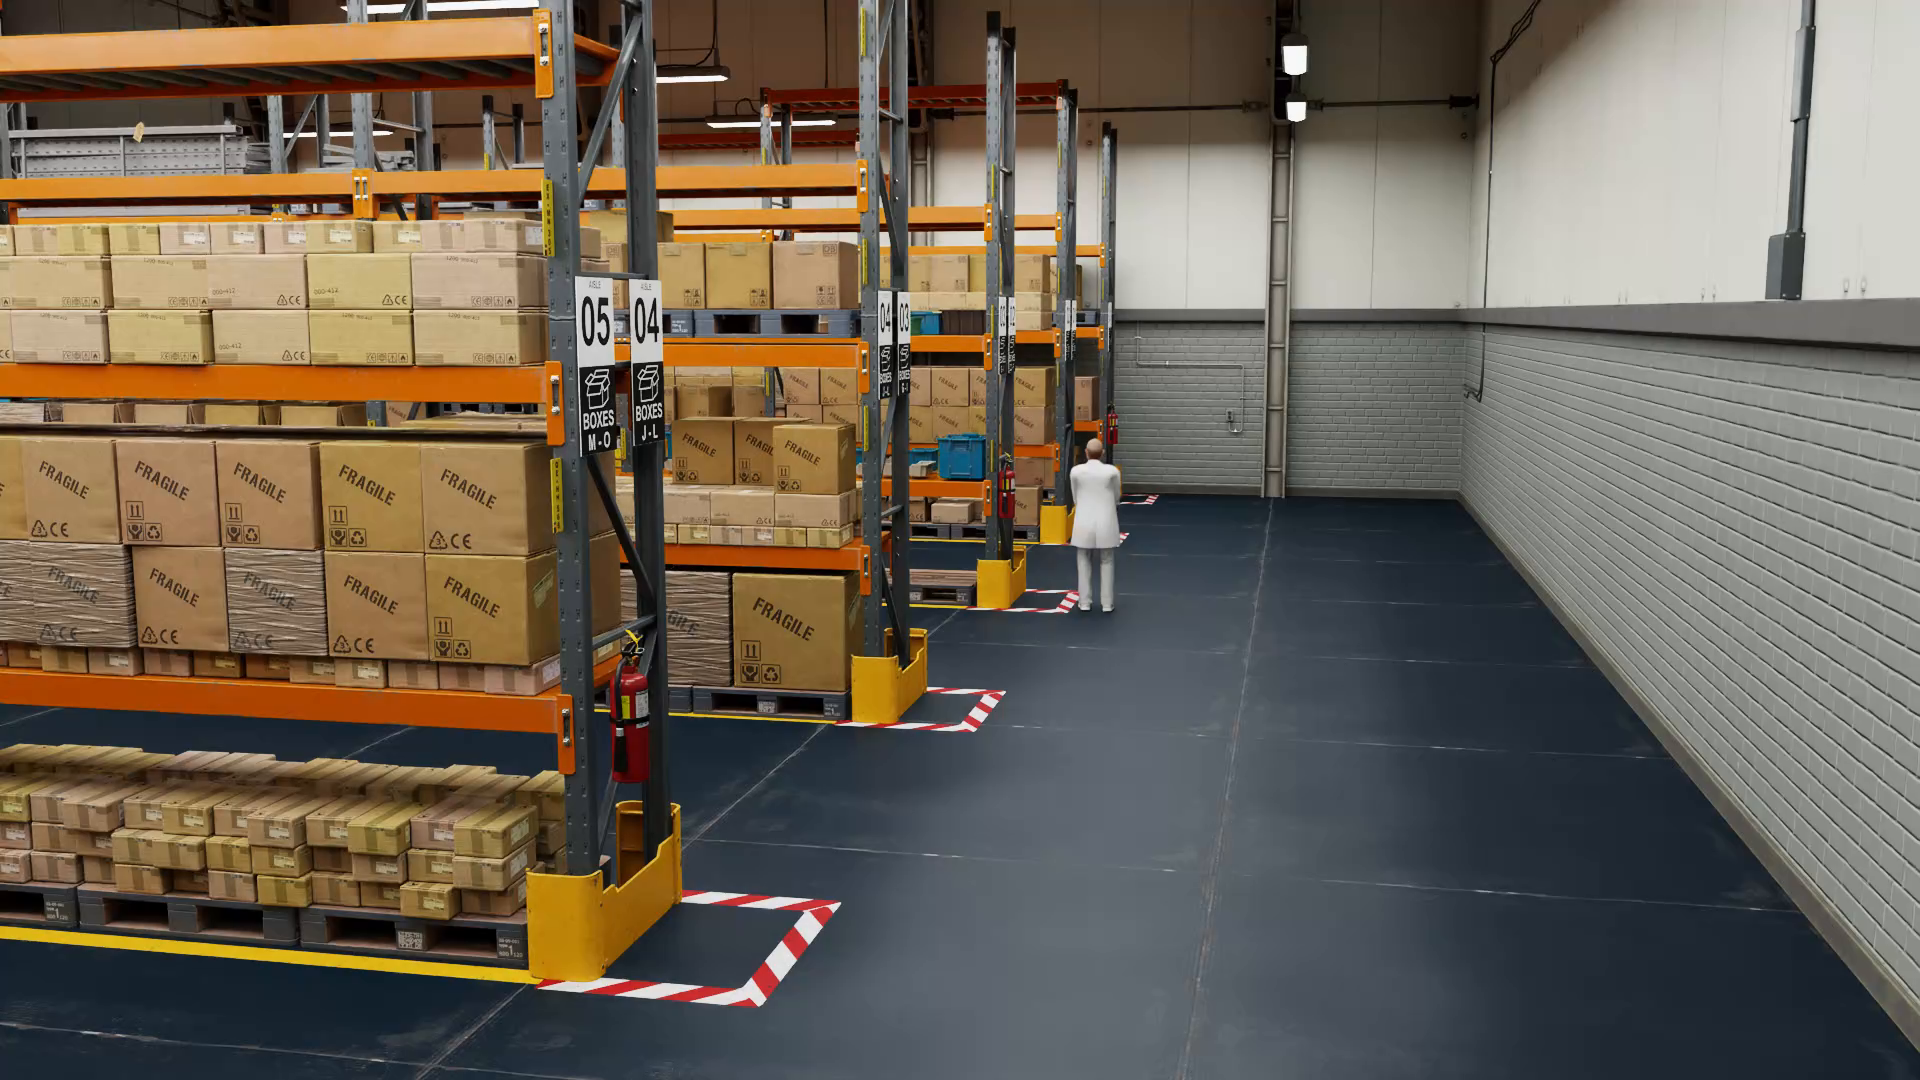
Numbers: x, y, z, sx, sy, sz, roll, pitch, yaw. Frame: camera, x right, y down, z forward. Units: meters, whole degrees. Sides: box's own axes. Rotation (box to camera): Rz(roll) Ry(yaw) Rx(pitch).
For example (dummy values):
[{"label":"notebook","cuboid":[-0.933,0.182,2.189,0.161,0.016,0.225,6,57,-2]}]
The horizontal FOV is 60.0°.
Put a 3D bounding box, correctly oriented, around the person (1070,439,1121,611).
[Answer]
[{"label":"person","cuboid":[1.394,-0.168,17.112,0.528,1.775,0.556,1,8,6]}]
